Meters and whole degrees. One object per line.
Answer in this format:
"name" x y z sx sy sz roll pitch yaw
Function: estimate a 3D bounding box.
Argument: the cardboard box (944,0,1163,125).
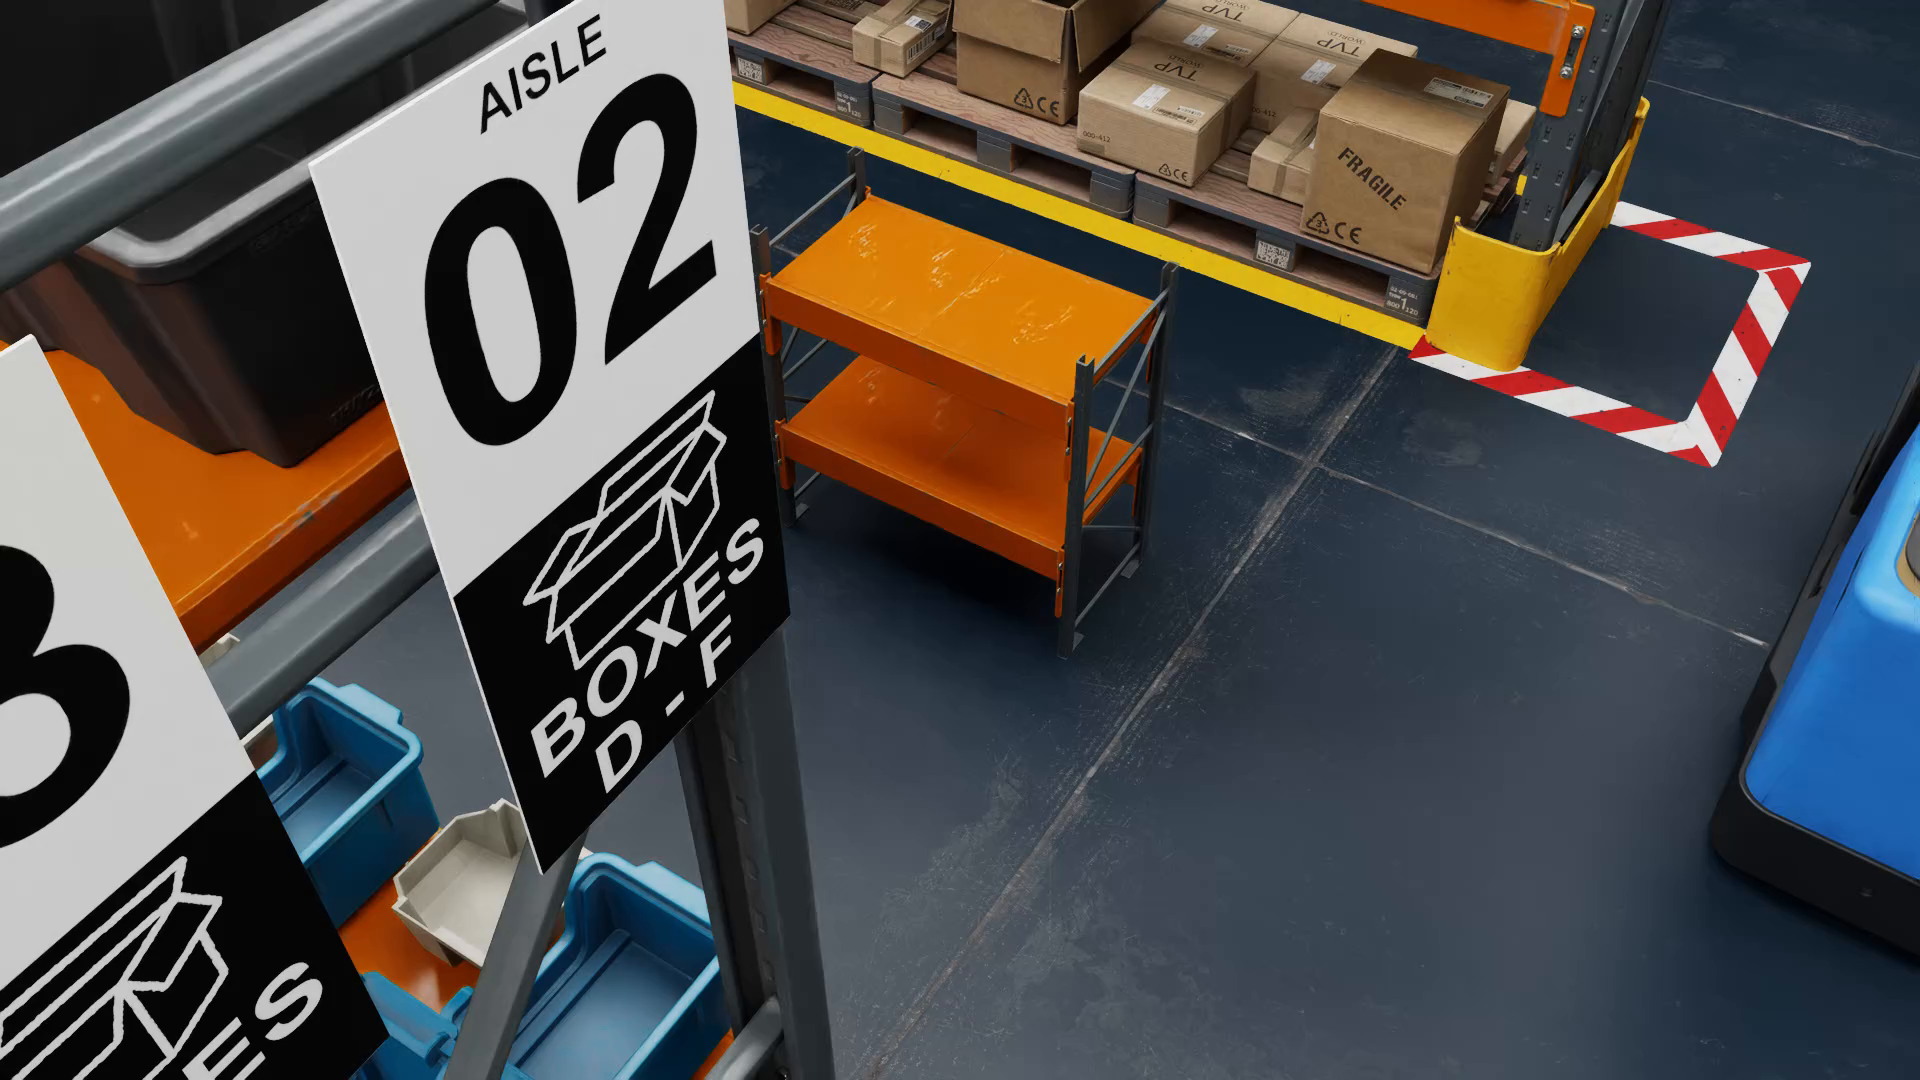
"cardboard box" 0.381 -2.114 6.646 0.637 0.503 0.797 25 51 22

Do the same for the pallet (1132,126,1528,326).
"pallet" 1.428 -1.371 6.436 1.213 0.211 1.003 25 51 22

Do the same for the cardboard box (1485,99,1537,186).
"cardboard box" 1.997 -1.535 6.331 0.250 0.149 0.380 25 51 22

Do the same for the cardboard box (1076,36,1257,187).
"cardboard box" 0.790 -1.649 6.371 0.500 0.250 0.500 25 51 22

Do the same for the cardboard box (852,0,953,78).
"cardboard box" -0.233 -2.098 6.866 0.250 0.166 0.380 25 51 22

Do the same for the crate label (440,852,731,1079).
"crate label" -0.544 0.726 2.528 0.303 0.233 0.416 25 51 22

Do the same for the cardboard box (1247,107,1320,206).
"cardboard box" 1.281 -1.445 6.231 0.250 0.166 0.380 25 51 22

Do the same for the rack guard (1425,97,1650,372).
"rack guard" 2.100 -1.164 6.033 0.348 0.500 1.175 25 51 22

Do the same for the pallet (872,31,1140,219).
"pallet" 0.405 -1.844 6.895 1.213 0.211 1.003 25 51 22

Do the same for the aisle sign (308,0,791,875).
"aisle sign" -0.293 -0.074 1.418 0.004 0.787 0.394 25 51 22

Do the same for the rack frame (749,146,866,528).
"rack frame" -0.422 -0.586 5.035 0.032 1.125 0.500 25 51 22

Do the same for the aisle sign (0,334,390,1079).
"aisle sign" -0.611 0.282 1.072 0.004 0.787 0.394 25 51 22

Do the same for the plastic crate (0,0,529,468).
"plastic crate" -0.687 -0.334 1.483 0.590 0.269 0.497 25 51 22

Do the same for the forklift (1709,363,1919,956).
"forklift" 3.228 -0.840 4.022 1.130 2.935 3.031 26 51 23

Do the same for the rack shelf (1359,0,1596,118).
"rack shelf" 0.480 -2.529 6.118 4.000 0.370 1.077 25 51 22

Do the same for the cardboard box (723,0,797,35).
"cardboard box" -0.967 -2.478 7.134 0.500 0.311 0.500 25 51 22

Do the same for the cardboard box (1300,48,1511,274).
"cardboard box" 1.573 -1.350 5.906 0.500 0.500 0.500 25 51 22

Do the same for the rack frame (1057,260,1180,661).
"rack frame" 0.434 -0.193 4.653 0.032 1.125 0.500 25 51 22

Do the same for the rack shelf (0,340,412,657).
"rack shelf" -2.197 -0.586 2.138 4.000 0.370 1.077 25 51 22

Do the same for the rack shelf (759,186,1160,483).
"rack shelf" 0.006 -0.593 4.634 1.000 0.278 0.538 25 51 22

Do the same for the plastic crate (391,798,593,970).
"plastic crate" -0.769 0.585 2.732 0.298 0.136 0.250 25 51 22

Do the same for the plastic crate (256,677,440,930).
"plastic crate" -1.098 0.471 2.775 0.300 0.233 0.416 25 51 22

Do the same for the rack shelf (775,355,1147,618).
"rack shelf" 0.006 -0.219 5.019 1.000 0.278 0.538 25 51 22

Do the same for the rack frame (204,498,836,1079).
"rack frame" -0.514 0.983 2.203 0.127 3.000 1.000 25 51 22

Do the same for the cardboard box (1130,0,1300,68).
"cardboard box" 1.017 -1.970 6.683 0.500 0.250 0.500 25 51 22

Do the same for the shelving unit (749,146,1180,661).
"shelving unit" 0.006 -0.389 4.844 1.048 1.125 0.538 25 51 22

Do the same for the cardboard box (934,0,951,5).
"cardboard box" 0.061 -2.431 7.089 0.500 0.311 0.500 25 51 22

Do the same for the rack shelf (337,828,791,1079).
"rack shelf" -2.197 0.459 3.214 4.000 0.370 1.077 25 51 22

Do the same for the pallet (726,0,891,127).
"pallet" -0.626 -2.316 7.354 1.213 0.211 1.003 25 51 22

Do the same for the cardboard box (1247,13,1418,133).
"cardboard box" 1.438 -1.776 6.495 0.500 0.250 0.500 25 51 22

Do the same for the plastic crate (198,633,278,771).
"plastic crate" -1.340 0.323 2.987 0.298 0.136 0.250 25 51 22

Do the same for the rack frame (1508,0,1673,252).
"rack frame" 2.164 -2.006 5.108 0.127 3.000 1.000 25 51 22

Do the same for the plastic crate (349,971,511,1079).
"plastic crate" -0.896 0.933 2.185 0.499 0.435 0.616 25 51 22
